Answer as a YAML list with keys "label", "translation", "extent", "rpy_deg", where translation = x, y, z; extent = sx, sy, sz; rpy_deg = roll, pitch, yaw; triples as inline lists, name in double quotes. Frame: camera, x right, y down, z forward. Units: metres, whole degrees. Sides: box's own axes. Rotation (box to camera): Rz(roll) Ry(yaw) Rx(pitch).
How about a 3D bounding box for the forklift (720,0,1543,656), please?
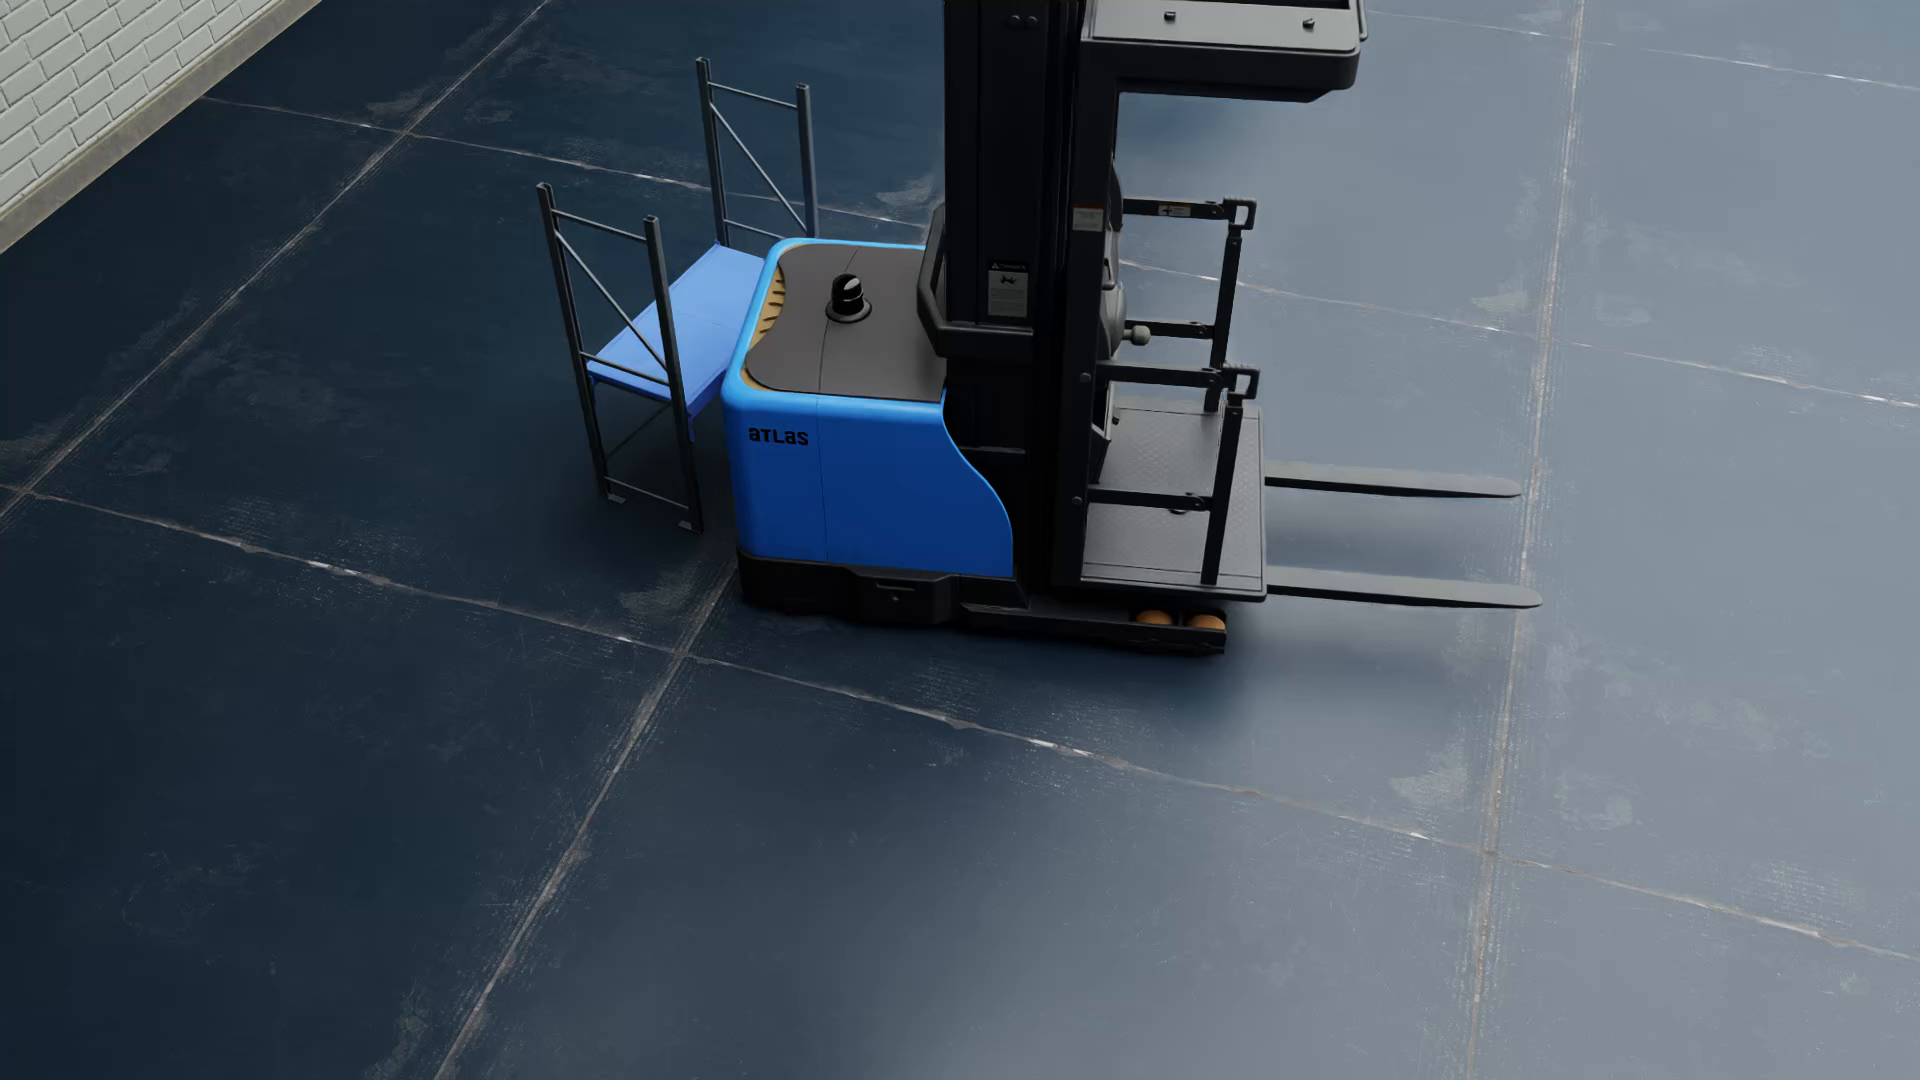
- label: "forklift"
  translation: [0.703, -1.002, 5.679]
  extent: [3.031, 2.935, 1.130]
  rpy_deg: [5, 45, 5]

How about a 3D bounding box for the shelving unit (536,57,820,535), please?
- label: "shelving unit"
  translation: [-1.041, -0.963, 6.662]
  extent: [0.538, 1.500, 1.048]
  rpy_deg: [20, 48, 19]

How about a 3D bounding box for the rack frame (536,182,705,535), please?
- label: "rack frame"
  translation: [-1.272, -0.646, 6.338]
  extent: [0.500, 1.500, 0.032]
  rpy_deg: [20, 48, 19]

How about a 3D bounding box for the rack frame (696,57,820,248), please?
- label: "rack frame"
  translation: [-0.809, -1.280, 6.985]
  extent: [0.500, 1.500, 0.032]
  rpy_deg: [20, 48, 19]

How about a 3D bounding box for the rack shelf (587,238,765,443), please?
- label: "rack shelf"
  translation: [-1.040, -0.834, 6.788]
  extent: [0.538, 0.185, 1.000]
  rpy_deg: [20, 48, 19]
